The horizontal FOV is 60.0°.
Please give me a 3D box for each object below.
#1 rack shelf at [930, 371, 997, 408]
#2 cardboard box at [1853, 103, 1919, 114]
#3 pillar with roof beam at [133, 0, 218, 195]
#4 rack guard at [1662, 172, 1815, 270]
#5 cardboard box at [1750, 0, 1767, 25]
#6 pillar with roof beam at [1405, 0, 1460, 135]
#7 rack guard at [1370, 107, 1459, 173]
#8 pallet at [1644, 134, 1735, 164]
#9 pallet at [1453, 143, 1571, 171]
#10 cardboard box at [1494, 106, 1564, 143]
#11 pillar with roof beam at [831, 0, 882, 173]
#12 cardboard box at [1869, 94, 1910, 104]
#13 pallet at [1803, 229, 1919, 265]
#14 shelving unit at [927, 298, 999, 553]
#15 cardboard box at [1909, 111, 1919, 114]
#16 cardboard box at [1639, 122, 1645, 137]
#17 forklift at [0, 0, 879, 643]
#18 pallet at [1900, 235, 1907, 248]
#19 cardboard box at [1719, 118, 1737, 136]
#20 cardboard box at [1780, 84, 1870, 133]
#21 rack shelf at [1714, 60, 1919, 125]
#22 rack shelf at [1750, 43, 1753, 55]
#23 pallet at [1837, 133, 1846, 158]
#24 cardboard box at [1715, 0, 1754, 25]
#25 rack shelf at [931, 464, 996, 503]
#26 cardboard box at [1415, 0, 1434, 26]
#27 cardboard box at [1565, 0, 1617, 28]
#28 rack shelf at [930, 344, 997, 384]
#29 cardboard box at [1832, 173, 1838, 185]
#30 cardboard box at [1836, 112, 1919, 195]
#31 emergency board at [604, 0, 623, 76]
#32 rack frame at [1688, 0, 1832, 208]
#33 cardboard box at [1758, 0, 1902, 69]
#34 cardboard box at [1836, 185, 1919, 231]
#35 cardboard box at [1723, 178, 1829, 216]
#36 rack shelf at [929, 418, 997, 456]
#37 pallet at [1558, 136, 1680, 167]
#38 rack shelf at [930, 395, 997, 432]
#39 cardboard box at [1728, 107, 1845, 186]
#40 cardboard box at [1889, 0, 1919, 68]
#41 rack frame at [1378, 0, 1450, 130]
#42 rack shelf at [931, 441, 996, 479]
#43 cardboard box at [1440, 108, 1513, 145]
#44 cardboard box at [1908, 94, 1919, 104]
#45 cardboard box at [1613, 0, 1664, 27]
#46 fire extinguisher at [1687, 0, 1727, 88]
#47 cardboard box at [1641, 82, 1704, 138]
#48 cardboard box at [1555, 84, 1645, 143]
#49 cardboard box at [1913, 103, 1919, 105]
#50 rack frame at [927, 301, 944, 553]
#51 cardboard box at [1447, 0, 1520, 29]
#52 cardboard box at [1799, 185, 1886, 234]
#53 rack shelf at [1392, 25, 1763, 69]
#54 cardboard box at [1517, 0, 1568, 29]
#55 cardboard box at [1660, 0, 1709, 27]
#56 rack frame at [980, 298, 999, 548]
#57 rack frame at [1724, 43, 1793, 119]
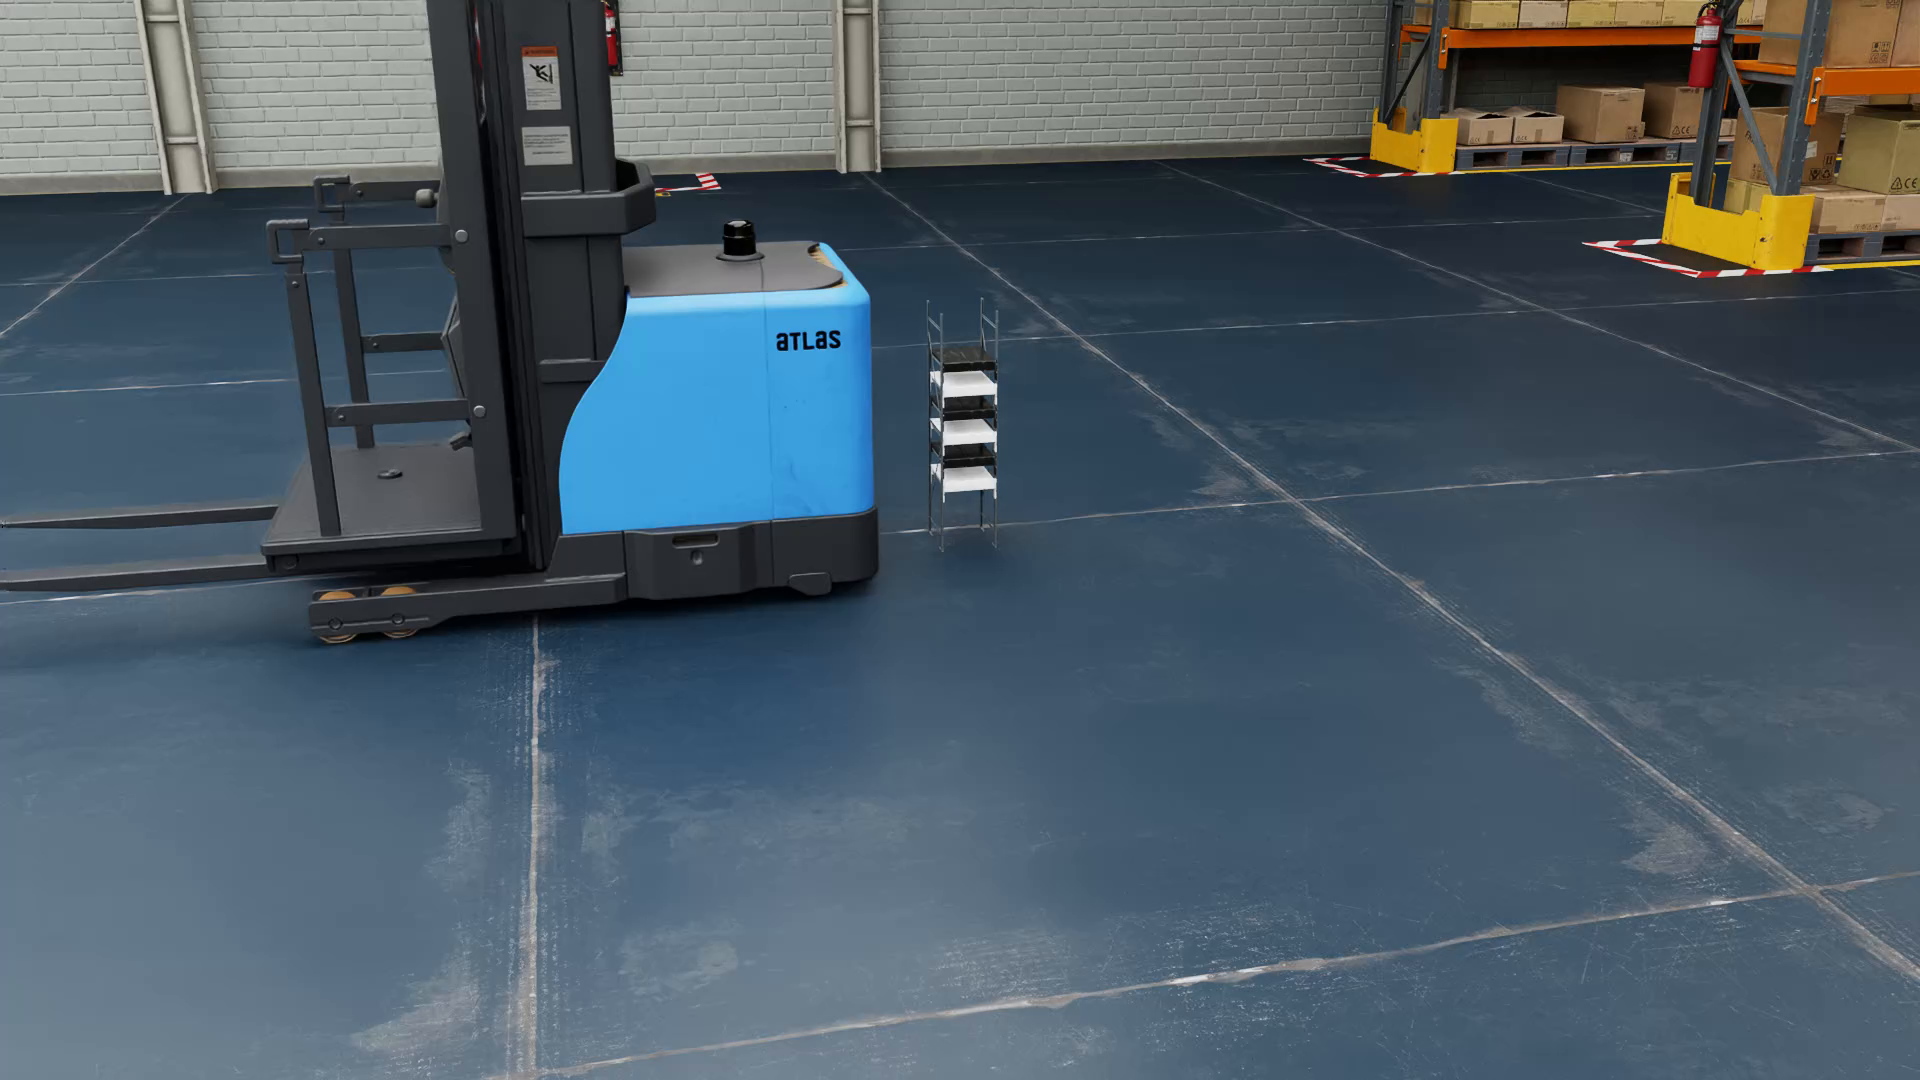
[{"bbox_3d":[0.008,-0.561,6.111,0.200,0.077,0.258,-5,21,-12],"label":"rack shelf"},{"bbox_3d":[6.944,-2.935,12.263,0.500,0.500,0.500,-5,21,-12],"label":"cardboard box"},{"bbox_3d":[-5.828,-5.880,9.283,0.400,9.000,9.100,-5,21,-12],"label":"pillar with roof beam"},{"bbox_3d":[5.497,-2.275,11.799,0.348,0.500,1.175,-5,21,-12],"label":"rack guard"},{"bbox_3d":[7.878,-5.225,16.407,0.500,0.250,0.500,-5,21,-12],"label":"cardboard box"},{"bbox_3d":[5.850,-6.830,11.876,0.400,9.000,9.100,-5,21,-12],"label":"pillar with roof beam"},{"bbox_3d":[4.451,-3.941,16.346,0.348,0.500,1.175,-5,21,-12],"label":"rack guard"},{"bbox_3d":[7.624,-4.051,17.067,1.213,0.211,1.003,-5,21,-12],"label":"pallet"},{"bbox_3d":[5.249,-3.858,16.539,1.213,0.211,1.003,-5,21,-12],"label":"pallet"},{"bbox_3d":[5.626,-4.123,16.477,0.500,0.311,0.500,-3,20,-8],"label":"cardboard box"},{"bbox_3d":[0.011,-6.355,10.580,0.400,9.000,9.100,-5,21,-12],"label":"pillar with roof beam"},{"bbox_3d":[9.473,-4.580,17.450,0.500,0.500,0.700,-5,21,-14],"label":"cardboard box"},{"bbox_3d":[6.255,-2.216,12.057,1.213,0.211,1.003,-5,21,-12],"label":"pallet"},{"bbox_3d":[0.008,-0.423,6.162,0.210,0.900,0.258,-5,21,-12],"label":"shelving unit"},{"bbox_3d":[7.063,-2.761,11.788,0.500,0.500,0.500,-5,21,-12],"label":"cardboard box"},{"bbox_3d":[6.708,-4.173,16.852,0.250,0.149,0.380,-6,21,-17],"label":"cardboard box"},{"bbox_3d":[-1.855,-1.240,5.438,3.031,2.935,1.130,-4,21,-12],"label":"forklift"},{"bbox_3d":[7.440,-2.311,12.318,1.213,0.211,1.003,-5,21,-12],"label":"pallet"},{"bbox_3d":[7.756,-4.249,17.033,0.250,0.166,0.380,-7,21,-20],"label":"cardboard box"},{"bbox_3d":[8.982,-4.522,17.293,0.500,0.500,0.700,-4,20,-11],"label":"cardboard box"},{"bbox_3d":[7.467,-3.271,11.930,4.000,0.370,1.077,-5,21,-12],"label":"rack shelf"},{"bbox_3d":[10.216,-5.246,17.320,4.000,0.370,1.077,-5,21,-12],"label":"rack shelf"},{"bbox_3d":[9.027,-4.178,17.414,1.213,0.211,1.003,-5,21,-12],"label":"pallet"},{"bbox_3d":[7.391,-5.189,16.307,0.500,0.250,0.500,-5,21,-12],"label":"cardboard box"},{"bbox_3d":[0.008,-0.223,6.235,0.200,0.077,0.258,-5,21,-12],"label":"rack shelf"},{"bbox_3d":[4.787,-5.150,16.201,0.500,0.250,0.500,-4,21,-12],"label":"cardboard box"},{"bbox_3d":[5.924,-5.064,15.968,0.500,0.250,0.500,-5,21,-13],"label":"cardboard box"},{"bbox_3d":[0.008,-0.645,6.080,0.200,0.077,0.258,-5,21,-12],"label":"rack shelf"},{"bbox_3d":[6.458,-2.542,12.280,0.500,0.250,0.500,-5,21,-12],"label":"cardboard box"},{"bbox_3d":[6.580,-2.717,11.668,0.500,0.500,0.500,-5,21,-12],"label":"cardboard box"},{"bbox_3d":[-3.394,-4.796,15.046,0.643,1.169,0.194,-5,21,-12],"label":"emergency board"},{"bbox_3d":[5.520,-3.451,11.374,0.127,3.000,1.000,-5,21,-12],"label":"rack frame"},{"bbox_3d":[5.978,-3.530,11.446,0.500,0.500,0.700,-5,21,-12],"label":"cardboard box"},{"bbox_3d":[6.579,-2.366,11.799,0.500,0.250,0.500,-5,21,-12],"label":"cardboard box"},{"bbox_3d":[5.974,-2.498,12.161,0.500,0.250,0.500,-5,21,-12],"label":"cardboard box"},{"bbox_3d":[0.008,-0.392,6.173,0.200,0.077,0.258,-5,21,-12],"label":"rack shelf"},{"bbox_3d":[6.434,-3.953,16.800,1.213,0.211,1.003,-5,21,-12],"label":"pallet"},{"bbox_3d":[0.008,-0.476,6.142,0.200,0.077,0.258,-5,21,-12],"label":"rack shelf"},{"bbox_3d":[5.974,-2.851,12.034,0.500,0.500,0.500,-5,21,-12],"label":"cardboard box"},{"bbox_3d":[6.488,-3.574,11.564,0.500,0.500,0.700,-4,21,-11],"label":"cardboard box"},{"bbox_3d":[4.377,-5.109,15.900,0.127,3.000,1.000,-5,21,-12],"label":"rack frame"},{"bbox_3d":[0.008,-0.307,6.204,0.200,0.077,0.258,-5,21,-12],"label":"rack shelf"},{"bbox_3d":[5.071,-4.077,16.354,0.500,0.311,0.500,-7,21,-19],"label":"cardboard box"},{"bbox_3d":[9.979,-4.607,17.524,0.500,0.500,0.700,-4,21,-12],"label":"cardboard box"},{"bbox_3d":[6.416,-5.104,16.075,0.500,0.250,0.500,-4,21,-12],"label":"cardboard box"},{"bbox_3d":[5.298,-3.561,11.786,0.183,0.674,0.296,-5,21,-12],"label":"fire extinguisher"},{"bbox_3d":[7.269,-4.363,16.858,0.500,0.500,0.500,-6,21,-17],"label":"cardboard box"},{"bbox_3d":[6.351,-4.253,16.558,0.500,0.500,0.700,-6,21,-16],"label":"cardboard box"},{"bbox_3d":[7.430,-2.974,12.370,0.500,0.500,0.500,-5,21,-12],"label":"cardboard box"},{"bbox_3d":[-0.091,-0.415,6.140,0.006,0.900,0.240,-5,21,-12],"label":"rack frame"},{"bbox_3d":[4.925,-4.980,15.738,0.500,0.250,0.500,-5,21,-14],"label":"cardboard box"},{"bbox_3d":[6.093,-2.325,11.688,0.500,0.250,0.500,-5,21,-12],"label":"cardboard box"},{"bbox_3d":[6.323,-4.929,16.456,4.000,0.370,1.077,-5,21,-12],"label":"rack shelf"},{"bbox_3d":[5.427,-5.026,15.863,0.500,0.250,0.500,-5,21,-14],"label":"cardboard box"},{"bbox_3d":[6.906,-5.144,16.184,0.500,0.250,0.500,-5,21,-13],"label":"cardboard box"},{"bbox_3d":[0.107,-0.431,6.184,0.006,0.900,0.240,-5,21,-12],"label":"rack frame"},{"bbox_3d":[8.269,-5.425,16.764,0.127,3.000,1.000,-5,21,-12],"label":"rack frame"}]
